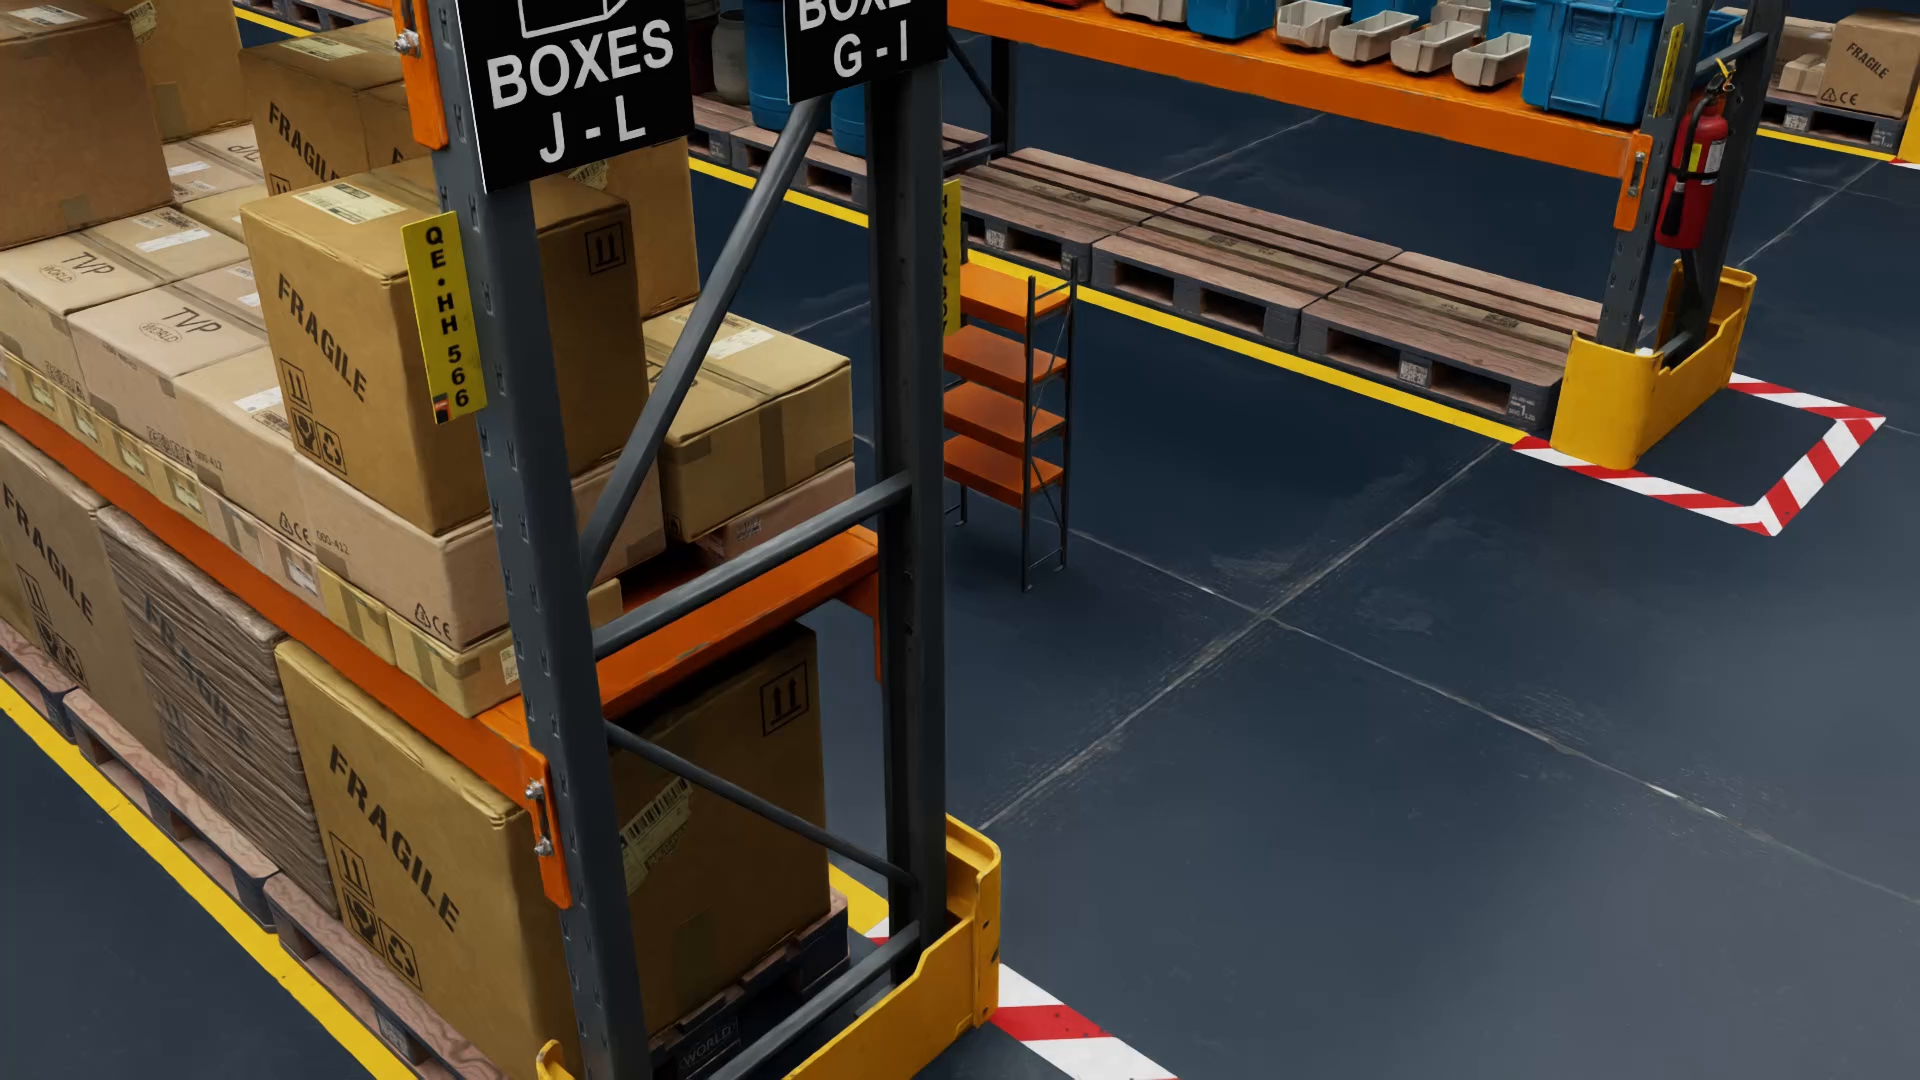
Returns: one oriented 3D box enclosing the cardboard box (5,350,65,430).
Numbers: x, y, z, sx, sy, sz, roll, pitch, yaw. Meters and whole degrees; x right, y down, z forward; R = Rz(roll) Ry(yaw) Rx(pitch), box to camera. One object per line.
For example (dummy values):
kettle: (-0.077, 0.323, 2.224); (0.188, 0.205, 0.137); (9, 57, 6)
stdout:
cardboard box: (-2.224, -0.452, 4.335); (0.250, 0.149, 0.380); (24, 38, 34)

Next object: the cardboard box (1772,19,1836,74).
cardboard box: (5.656, -3.210, 10.914); (0.500, 0.250, 0.500); (25, 39, 35)

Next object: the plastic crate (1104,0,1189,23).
plastic crate: (0.955, -2.598, 7.713); (0.530, 0.282, 0.437); (25, 39, 35)

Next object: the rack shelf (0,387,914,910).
rack shelf: (-1.894, -0.327, 4.583); (4.000, 0.370, 1.077); (25, 39, 35)

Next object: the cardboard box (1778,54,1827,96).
cardboard box: (5.431, -2.973, 10.601); (0.250, 0.166, 0.380); (25, 39, 35)

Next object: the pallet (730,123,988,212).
pallet: (-0.597, -2.310, 9.882); (1.213, 0.211, 1.003); (25, 39, 35)

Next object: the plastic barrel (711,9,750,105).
plastic barrel: (-1.329, -3.005, 10.339); (0.421, 0.512, 0.421); (0, 31, 0)

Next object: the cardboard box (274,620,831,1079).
cardboard box: (-0.939, 0.596, 4.004); (0.875, 0.875, 0.875); (25, 39, 35)

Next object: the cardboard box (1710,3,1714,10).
cardboard box: (4.670, -3.585, 11.291); (0.637, 0.503, 0.797); (25, 39, 35)

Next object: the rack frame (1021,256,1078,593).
rack frame: (0.304, -0.372, 5.705); (0.015, 1.200, 0.240); (25, 39, 35)

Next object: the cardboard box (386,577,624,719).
cardboard box: (-0.896, 0.167, 3.308); (0.250, 0.149, 0.380); (26, 40, 36)

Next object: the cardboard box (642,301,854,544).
cardboard box: (-0.586, -0.276, 3.657); (0.500, 0.250, 0.500); (24, 38, 34)

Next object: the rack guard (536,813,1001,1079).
rack guard: (-0.393, 1.136, 3.878); (0.348, 0.500, 1.175); (25, 39, 35)

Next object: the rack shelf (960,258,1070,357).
rack shelf: (0.123, -0.793, 5.643); (0.480, 0.148, 0.258); (25, 39, 35)

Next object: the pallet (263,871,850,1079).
pallet: (-1.056, 1.005, 4.377); (1.213, 0.211, 1.003); (25, 39, 35)

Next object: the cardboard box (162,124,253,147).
cardboard box: (-2.488, -1.160, 5.126); (0.500, 0.250, 0.500); (26, 40, 36)

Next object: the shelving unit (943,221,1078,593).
shelving unit: (0.123, -0.457, 5.845); (0.503, 1.200, 0.258); (25, 39, 35)

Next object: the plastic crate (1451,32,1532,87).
plastic crate: (2.186, -1.963, 6.800); (0.243, 0.136, 0.396); (25, 39, 35)

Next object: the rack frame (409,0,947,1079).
rack frame: (-0.411, 0.057, 3.247); (0.127, 3.000, 1.000); (25, 39, 35)

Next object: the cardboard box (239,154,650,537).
cardboard box: (-0.949, -0.396, 3.129); (0.500, 0.500, 0.500); (26, 39, 36)

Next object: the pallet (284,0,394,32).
pallet: (-4.468, -4.117, 12.883); (1.213, 0.211, 1.003); (25, 39, 35)

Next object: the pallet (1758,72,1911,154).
pallet: (5.591, -2.837, 10.759); (1.213, 0.211, 1.003); (25, 39, 35)

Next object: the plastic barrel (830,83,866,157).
plastic barrel: (-0.445, -2.697, 9.450); (0.708, 0.901, 0.600); (25, 39, 35)

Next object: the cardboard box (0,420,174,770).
cardboard box: (-2.274, -0.027, 5.039); (0.875, 0.875, 0.875); (25, 39, 35)

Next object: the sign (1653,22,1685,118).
sign: (2.555, -1.691, 5.993); (0.005, 0.325, 0.100); (25, 39, 35)

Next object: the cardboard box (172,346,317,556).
cardboard box: (-1.324, -0.249, 3.612); (0.500, 0.250, 0.500); (24, 39, 34)

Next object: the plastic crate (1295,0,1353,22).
plastic crate: (1.752, -2.562, 7.702); (0.300, 0.233, 0.416); (25, 39, 35)

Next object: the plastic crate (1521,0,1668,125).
plastic crate: (2.539, -1.923, 6.443); (0.499, 0.435, 0.616); (25, 39, 35)

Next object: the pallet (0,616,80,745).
pallet: (-2.866, 0.160, 5.779); (1.213, 0.211, 1.003); (25, 39, 35)

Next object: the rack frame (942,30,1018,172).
rack frame: (-0.053, -3.222, 8.693); (0.127, 3.000, 1.000); (25, 39, 35)

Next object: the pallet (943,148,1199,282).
pallet: (0.518, -1.787, 9.014); (1.213, 0.211, 1.003); (25, 39, 35)

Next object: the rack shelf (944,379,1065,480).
rack shelf: (0.123, -0.399, 5.880); (0.480, 0.148, 0.258); (25, 39, 35)

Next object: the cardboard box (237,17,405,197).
cardboard box: (-1.345, -0.947, 4.045); (0.500, 0.500, 0.500); (24, 38, 34)

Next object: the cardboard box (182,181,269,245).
cardboard box: (-1.736, -0.807, 4.539); (0.500, 0.250, 0.500); (24, 39, 34)

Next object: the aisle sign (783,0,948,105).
aisle sign: (-0.156, -1.147, 2.726); (0.004, 0.787, 0.394); (25, 39, 35)

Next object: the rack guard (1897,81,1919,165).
rack guard: (6.183, -2.686, 10.226); (0.348, 0.500, 1.175); (25, 39, 35)

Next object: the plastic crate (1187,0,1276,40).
plastic crate: (1.218, -2.404, 7.439); (0.300, 0.233, 0.416); (25, 39, 35)

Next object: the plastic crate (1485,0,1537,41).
plastic crate: (2.462, -2.230, 7.151); (0.300, 0.233, 0.416); (25, 39, 35)

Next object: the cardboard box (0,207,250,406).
cardboard box: (-2.091, -0.603, 4.201); (0.500, 0.250, 0.500); (25, 39, 35)

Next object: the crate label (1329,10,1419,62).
crate label: (1.758, -2.156, 7.120); (0.243, 0.136, 0.396); (25, 39, 35)

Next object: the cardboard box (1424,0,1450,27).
cardboard box: (3.439, -3.923, 12.039); (0.500, 0.311, 0.500); (25, 39, 35)

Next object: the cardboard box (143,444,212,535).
cardboard box: (-1.654, -0.186, 3.894); (0.250, 0.149, 0.380); (24, 39, 34)
